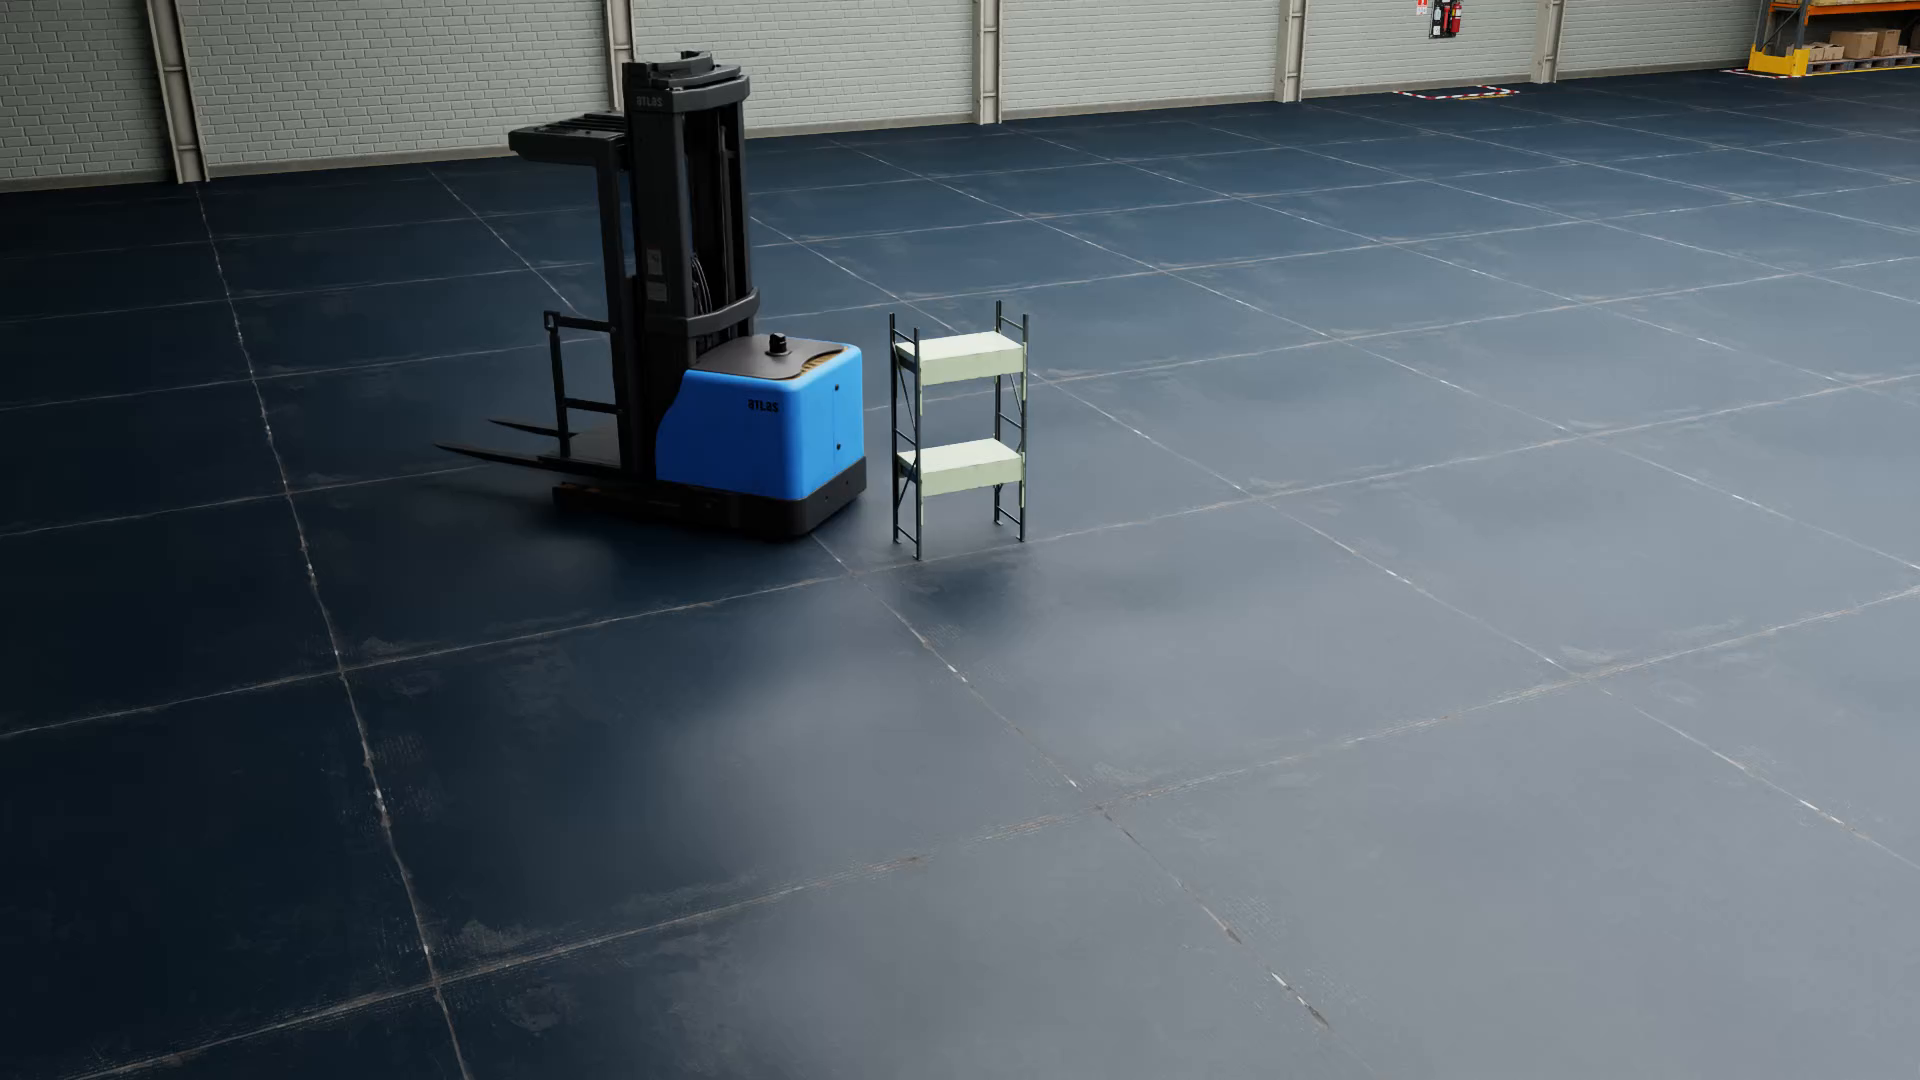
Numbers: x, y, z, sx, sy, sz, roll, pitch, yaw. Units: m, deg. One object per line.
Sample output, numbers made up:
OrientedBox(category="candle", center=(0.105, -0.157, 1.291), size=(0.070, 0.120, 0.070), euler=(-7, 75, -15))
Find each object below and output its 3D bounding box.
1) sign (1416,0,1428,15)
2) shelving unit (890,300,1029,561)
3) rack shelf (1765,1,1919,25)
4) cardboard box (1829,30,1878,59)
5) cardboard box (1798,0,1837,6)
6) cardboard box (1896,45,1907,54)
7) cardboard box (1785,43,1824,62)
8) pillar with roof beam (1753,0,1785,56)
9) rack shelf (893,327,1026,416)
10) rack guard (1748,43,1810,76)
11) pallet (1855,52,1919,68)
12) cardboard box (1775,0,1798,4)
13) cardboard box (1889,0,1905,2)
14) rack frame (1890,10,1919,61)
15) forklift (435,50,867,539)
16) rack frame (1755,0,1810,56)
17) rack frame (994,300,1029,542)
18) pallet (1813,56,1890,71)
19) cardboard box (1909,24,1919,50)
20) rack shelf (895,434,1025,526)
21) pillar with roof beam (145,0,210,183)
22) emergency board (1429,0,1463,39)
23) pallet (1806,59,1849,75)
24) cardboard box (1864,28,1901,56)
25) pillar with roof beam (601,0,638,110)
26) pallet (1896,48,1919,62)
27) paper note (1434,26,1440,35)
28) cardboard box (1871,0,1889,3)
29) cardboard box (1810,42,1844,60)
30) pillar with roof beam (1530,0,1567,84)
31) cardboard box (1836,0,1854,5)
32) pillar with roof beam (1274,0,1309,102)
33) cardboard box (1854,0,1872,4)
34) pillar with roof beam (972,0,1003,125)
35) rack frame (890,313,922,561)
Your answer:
OrientedBox(category="sign", center=(8.465, -9.796, 30.448), size=(0.234, 0.329, 0.001), euler=(-10, 25, -24))
OrientedBox(category="shelving unit", center=(-0.006, -0.692, 10.460), size=(0.755, 1.500, 0.431), euler=(-10, 25, -24))
OrientedBox(category="rack shelf", center=(18.204, -10.813, 33.892), size=(4.000, 0.370, 1.077), euler=(-10, 25, -24))
OrientedBox(category="cardboard box", center=(18.261, -10.145, 34.030), size=(0.500, 0.500, 0.700), euler=(-12, 25, -27))
OrientedBox(category="cardboard box", center=(16.979, -10.725, 32.909), size=(0.500, 0.250, 0.500), euler=(-11, 25, -25))
OrientedBox(category="cardboard box", center=(19.537, -10.273, 34.774), size=(0.250, 0.166, 0.380), euler=(-14, 26, -30))
OrientedBox(category="cardboard box", center=(17.064, -9.859, 33.585), size=(0.500, 0.311, 0.500), euler=(-14, 26, -30))
OrientedBox(category="pillar with roof beam", center=(18.525, -12.516, 29.222), size=(0.400, 9.000, 9.100), euler=(-10, 25, -24))
OrientedBox(category="rack shelf", center=(-0.006, -1.052, 10.311), size=(0.720, 0.370, 0.431), euler=(-10, 25, -24))
OrientedBox(category="rack guard", center=(16.470, -9.672, 33.461), size=(0.348, 0.500, 1.175), euler=(-10, 25, -24))
OrientedBox(category="pallet", center=(19.416, -10.065, 34.790), size=(1.213, 0.211, 1.003), euler=(-10, 25, -24))
OrientedBox(category="cardboard box", center=(16.739, -10.898, 33.326), size=(0.500, 0.250, 0.500), euler=(-10, 25, -23))
OrientedBox(category="cardboard box", center=(18.812, -11.066, 33.731), size=(0.500, 0.250, 0.500), euler=(-11, 25, -24))
OrientedBox(category="rack frame", center=(20.006, -11.477, 34.555), size=(0.127, 3.000, 1.000), euler=(-10, 25, -24))
OrientedBox(category="forklift", center=(-2.206, -1.713, 11.056), size=(3.031, 2.935, 1.130), euler=(9, 24, 21))
OrientedBox(category="rack frame", center=(16.402, -10.814, 32.953), size=(0.127, 3.000, 1.000), euler=(-10, 25, -24))
OrientedBox(category="rack frame", center=(0.324, -0.753, 10.607), size=(0.023, 1.500, 0.400), euler=(-10, 25, -24))
OrientedBox(category="pallet", center=(18.316, -9.862, 34.298), size=(1.213, 0.211, 1.003), euler=(-10, 25, -24))
OrientedBox(category="cardboard box", center=(20.662, -10.654, 35.258), size=(0.500, 0.500, 0.700), euler=(-10, 24, -22))
OrientedBox(category="rack shelf", center=(-0.006, -0.391, 10.585), size=(0.720, 0.370, 0.431), euler=(-10, 25, -24))
OrientedBox(category="pillar with roof beam", center=(-8.507, -7.540, 17.200), size=(0.400, 9.000, 9.100), euler=(-10, 25, -24))
OrientedBox(category="emergency board", center=(9.008, -9.836, 30.590), size=(0.643, 1.169, 0.194), euler=(-10, 25, -24))
OrientedBox(category="pallet", center=(17.218, -9.661, 33.812), size=(1.213, 0.211, 1.003), euler=(-10, 25, -24))
OrientedBox(category="cardboard box", center=(19.088, -10.340, 34.500), size=(0.500, 0.500, 0.500), euler=(-12, 26, -28))
OrientedBox(category="pillar with roof beam", center=(-3.101, -8.535, 19.604), size=(0.400, 9.000, 9.100), euler=(-10, 25, -24))
OrientedBox(category="pallet", center=(20.707, -10.319, 35.402), size=(1.213, 0.211, 1.003), euler=(-10, 25, -24))
OrientedBox(category="paper note", center=(8.818, -9.424, 30.745), size=(0.142, 0.148, 0.016), euler=(-10, 25, -24))
OrientedBox(category="cardboard box", center=(18.359, -10.982, 33.528), size=(0.500, 0.250, 0.500), euler=(-10, 25, -23))
OrientedBox(category="cardboard box", center=(17.578, -9.953, 33.813), size=(0.500, 0.311, 0.500), euler=(-8, 24, -19))
OrientedBox(category="pillar with roof beam", center=(13.118, -11.521, 26.817), size=(0.400, 9.000, 9.100), euler=(-10, 25, -24))
OrientedBox(category="cardboard box", center=(17.441, -10.816, 33.129), size=(0.500, 0.250, 0.500), euler=(-11, 25, -25))
OrientedBox(category="pillar with roof beam", center=(7.712, -10.526, 24.413), size=(0.400, 9.000, 9.100), euler=(-10, 25, -24))
OrientedBox(category="cardboard box", center=(17.903, -10.899, 33.328), size=(0.500, 0.250, 0.500), euler=(-11, 25, -24))
OrientedBox(category="pillar with roof beam", center=(2.306, -9.531, 22.009), size=(0.400, 9.000, 9.100), euler=(-10, 25, -24))
OrientedBox(category="rack frame", center=(-0.336, -0.631, 10.314), size=(0.023, 1.500, 0.400), euler=(-10, 25, -24))
